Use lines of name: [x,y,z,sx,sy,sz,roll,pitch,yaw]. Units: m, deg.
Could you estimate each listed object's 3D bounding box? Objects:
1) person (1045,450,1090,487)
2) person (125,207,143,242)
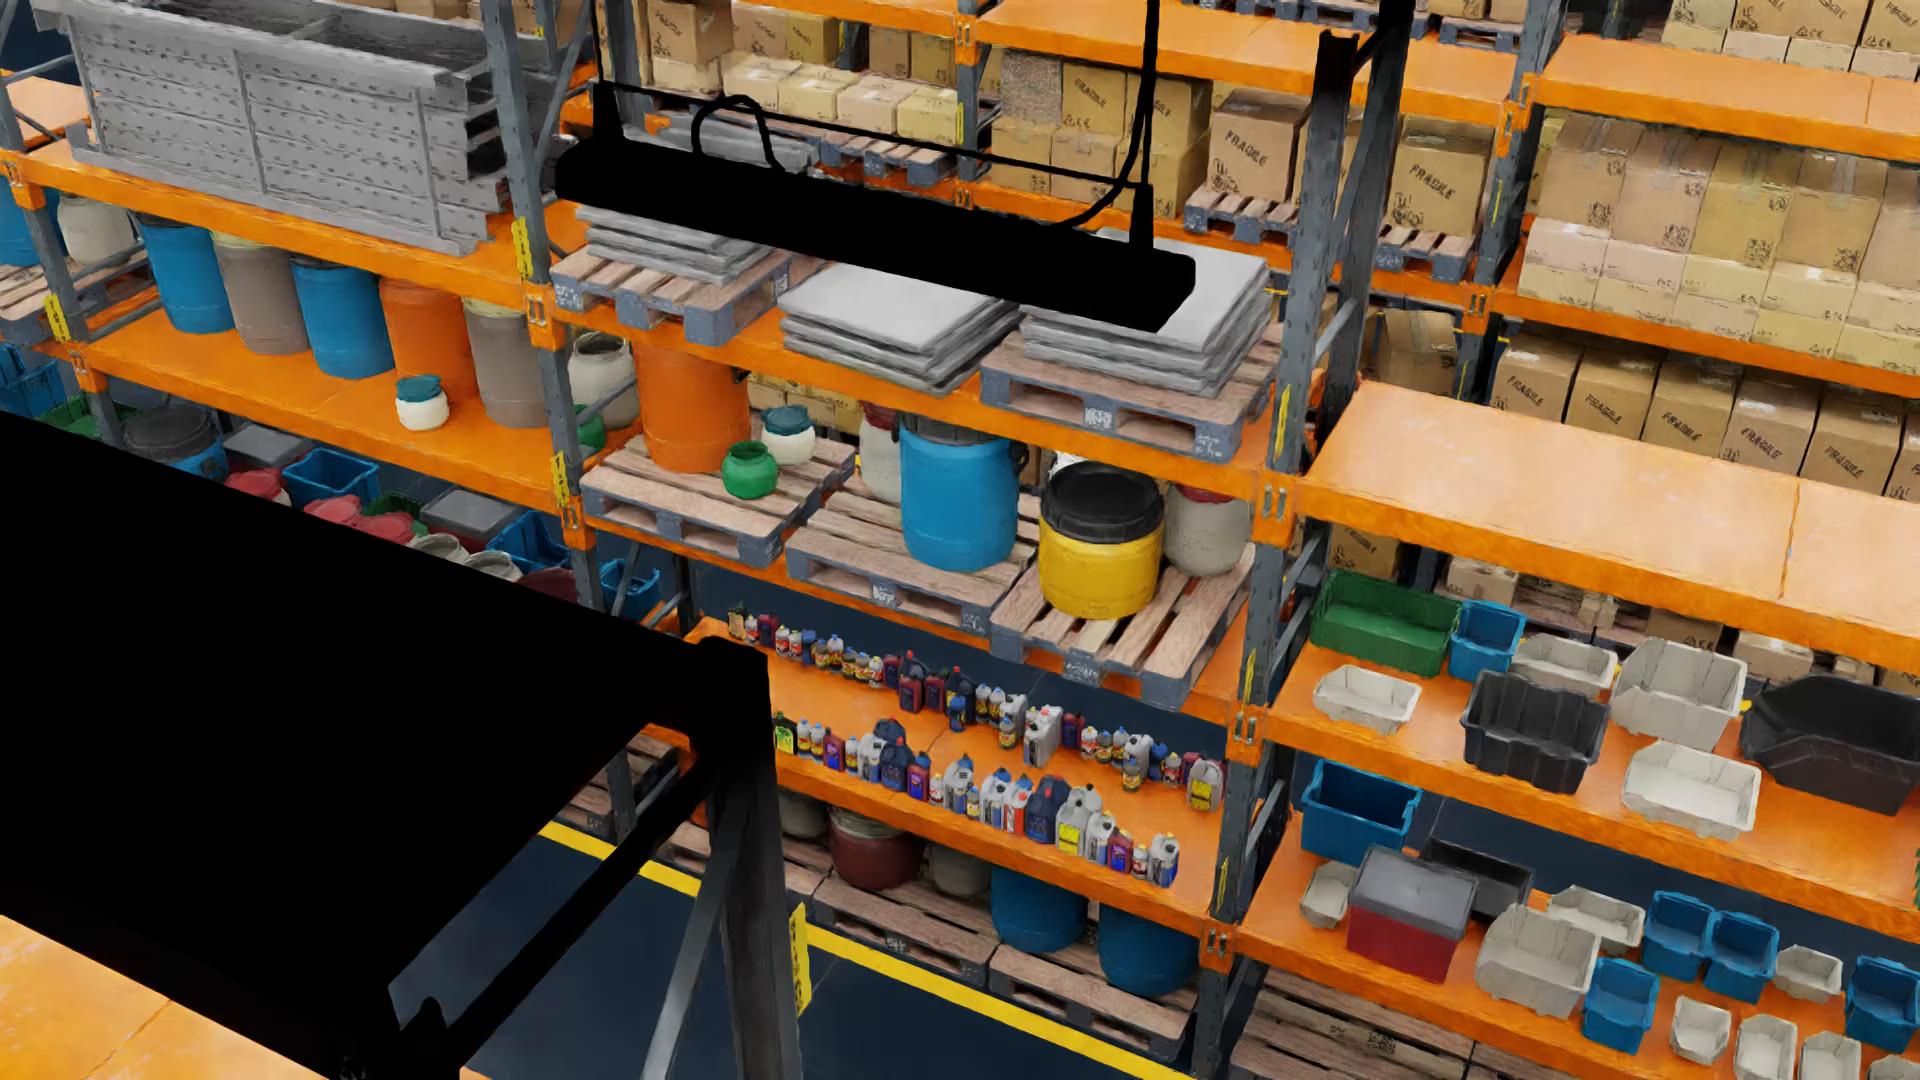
person: [0.855,-0.274,12.847,1.086,1.589,0.495,18,39,23]
person: [-8.918,-3.888,17.846,0.703,1.762,0.384,11,37,16]
